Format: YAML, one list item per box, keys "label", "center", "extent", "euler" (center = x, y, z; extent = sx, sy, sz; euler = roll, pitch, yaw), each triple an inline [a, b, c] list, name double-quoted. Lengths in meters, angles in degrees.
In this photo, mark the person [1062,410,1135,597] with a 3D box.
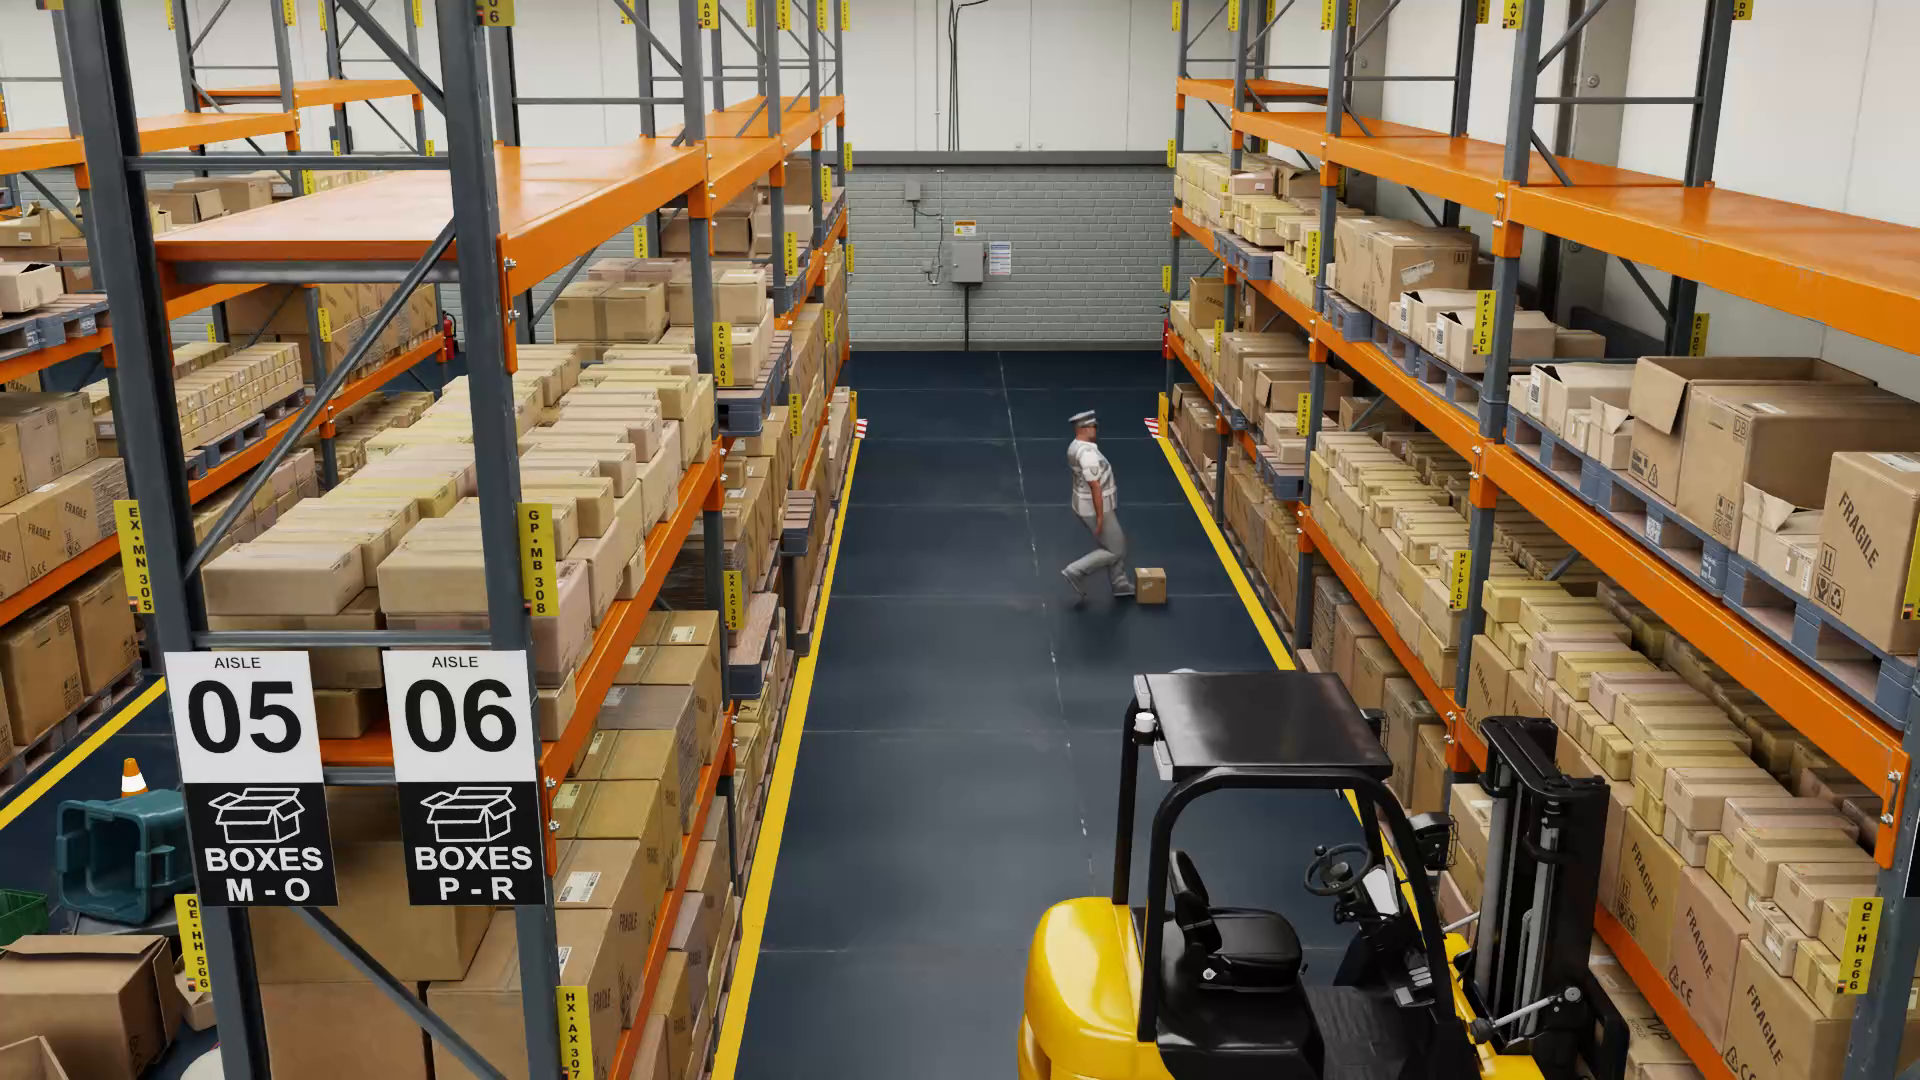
- label: "person"
  center: [1.282, -0.298, 14.568]
  extent: [0.822, 1.696, 0.603]
  euler: [-3, 17, -9]
